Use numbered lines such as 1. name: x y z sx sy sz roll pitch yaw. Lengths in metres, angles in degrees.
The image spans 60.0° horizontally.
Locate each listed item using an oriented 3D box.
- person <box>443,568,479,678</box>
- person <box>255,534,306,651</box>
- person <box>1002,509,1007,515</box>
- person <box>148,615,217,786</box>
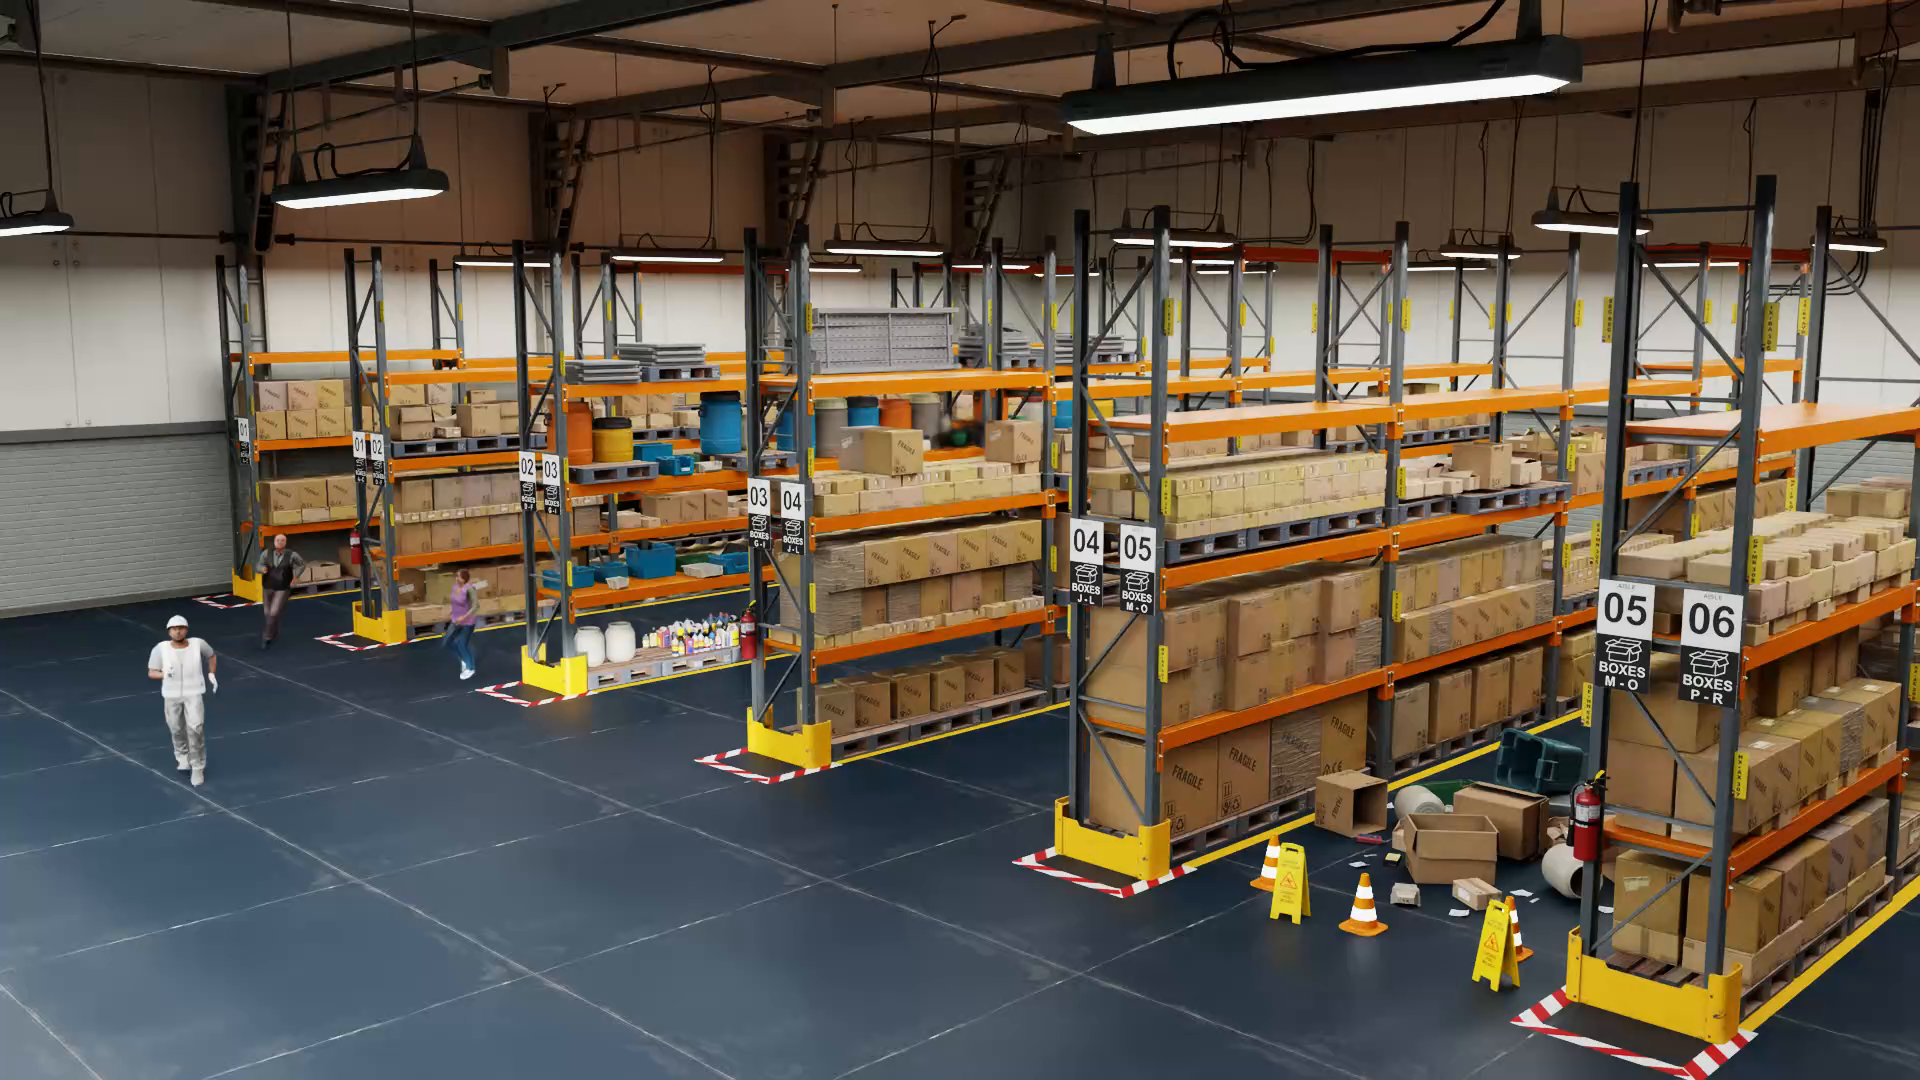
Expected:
1. person: -6.902 1.155 23.033 0.557 1.559 0.494 5 9 31
2. person: -10.309 0.771 25.194 0.678 1.744 0.765 0 8 0
3. person: 0.658 -0.390 32.858 0.699 1.756 0.987 6 10 38
4. person: -8.443 1.729 18.099 0.661 1.846 0.785 -3 9 -19
